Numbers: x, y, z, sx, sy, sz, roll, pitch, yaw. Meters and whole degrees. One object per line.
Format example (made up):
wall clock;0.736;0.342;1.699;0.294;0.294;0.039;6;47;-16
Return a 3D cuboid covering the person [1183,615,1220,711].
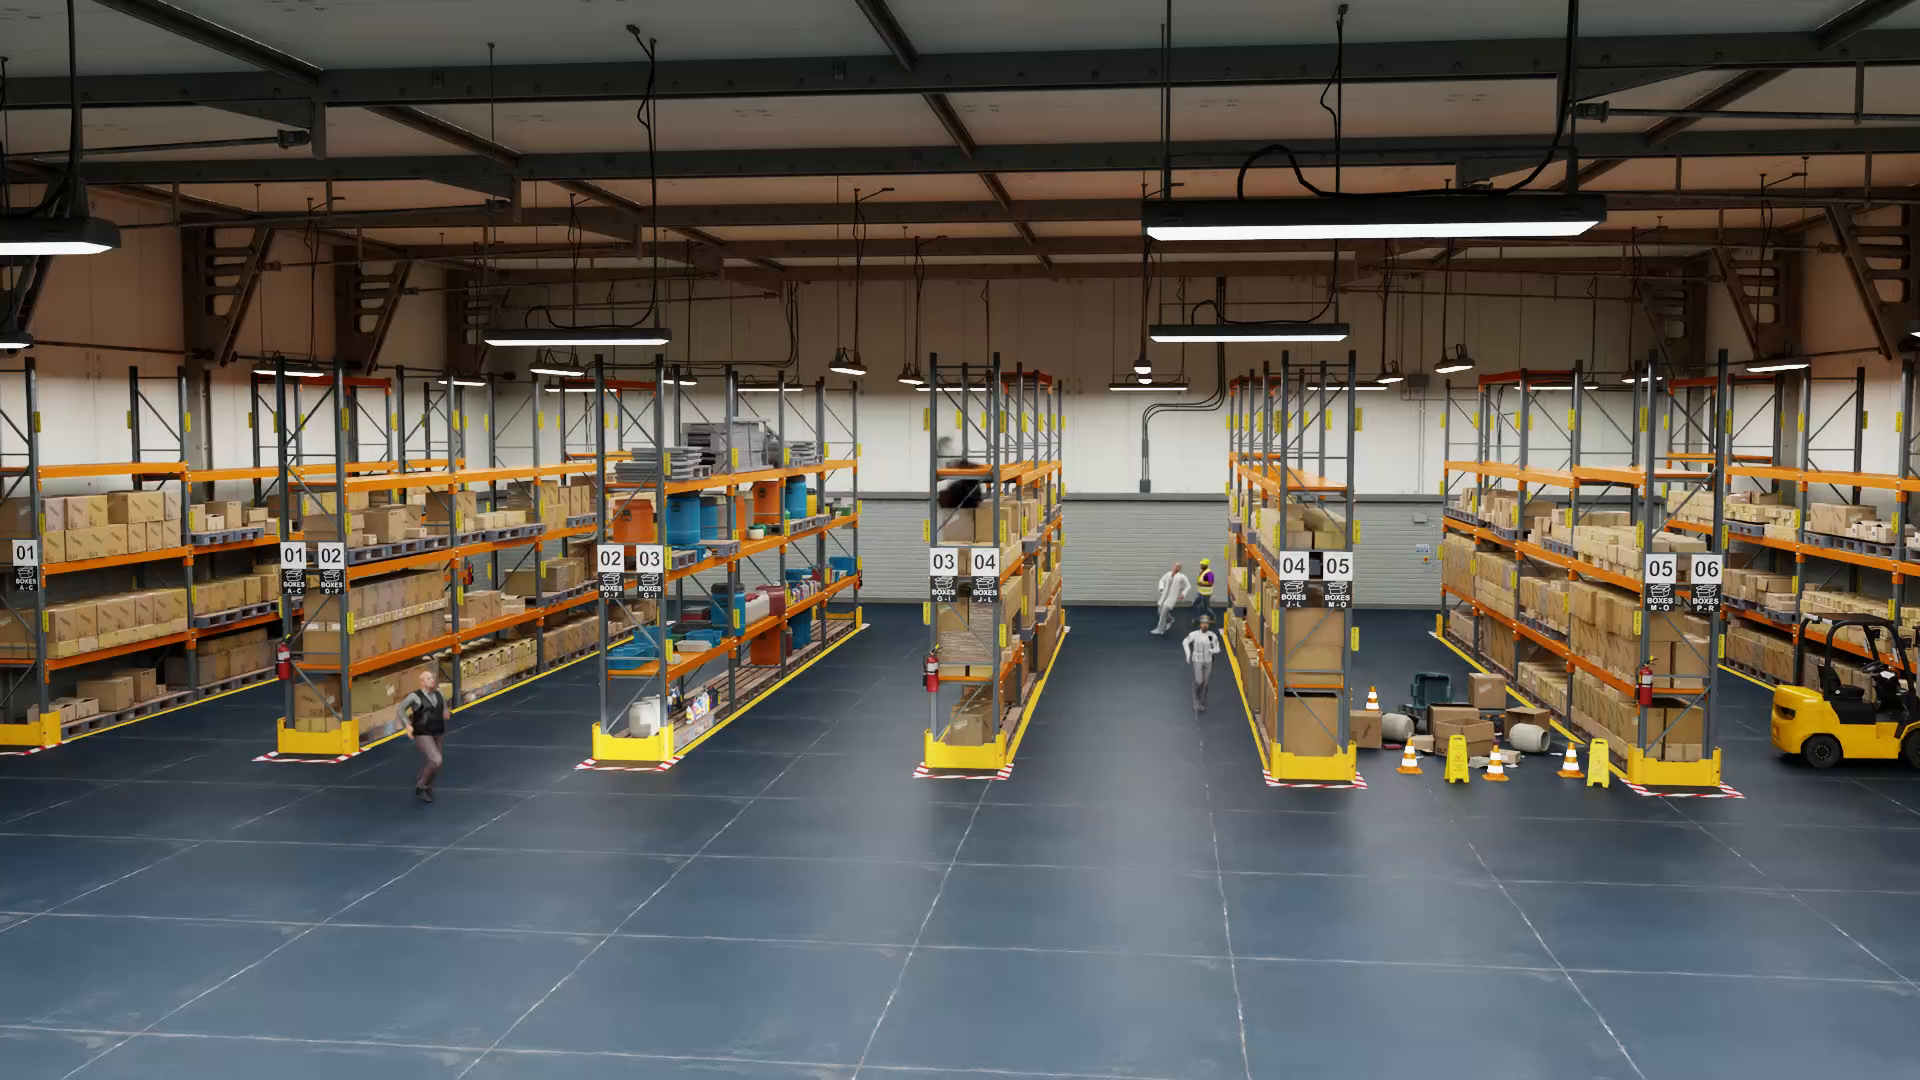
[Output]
person;4.192;2.126;28.697;0.598;1.665;0.608;0;4;-4

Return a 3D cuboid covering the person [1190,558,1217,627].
person;6.040;1.319;40.577;0.696;1.777;0.841;-1;4;-18

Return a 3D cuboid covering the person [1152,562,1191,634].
person;4.951;1.379;39.183;0.840;1.698;0.780;-4;6;-44

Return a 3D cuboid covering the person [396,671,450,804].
person;-6.992;2.597;21.918;0.703;1.724;0.630;2;5;30
